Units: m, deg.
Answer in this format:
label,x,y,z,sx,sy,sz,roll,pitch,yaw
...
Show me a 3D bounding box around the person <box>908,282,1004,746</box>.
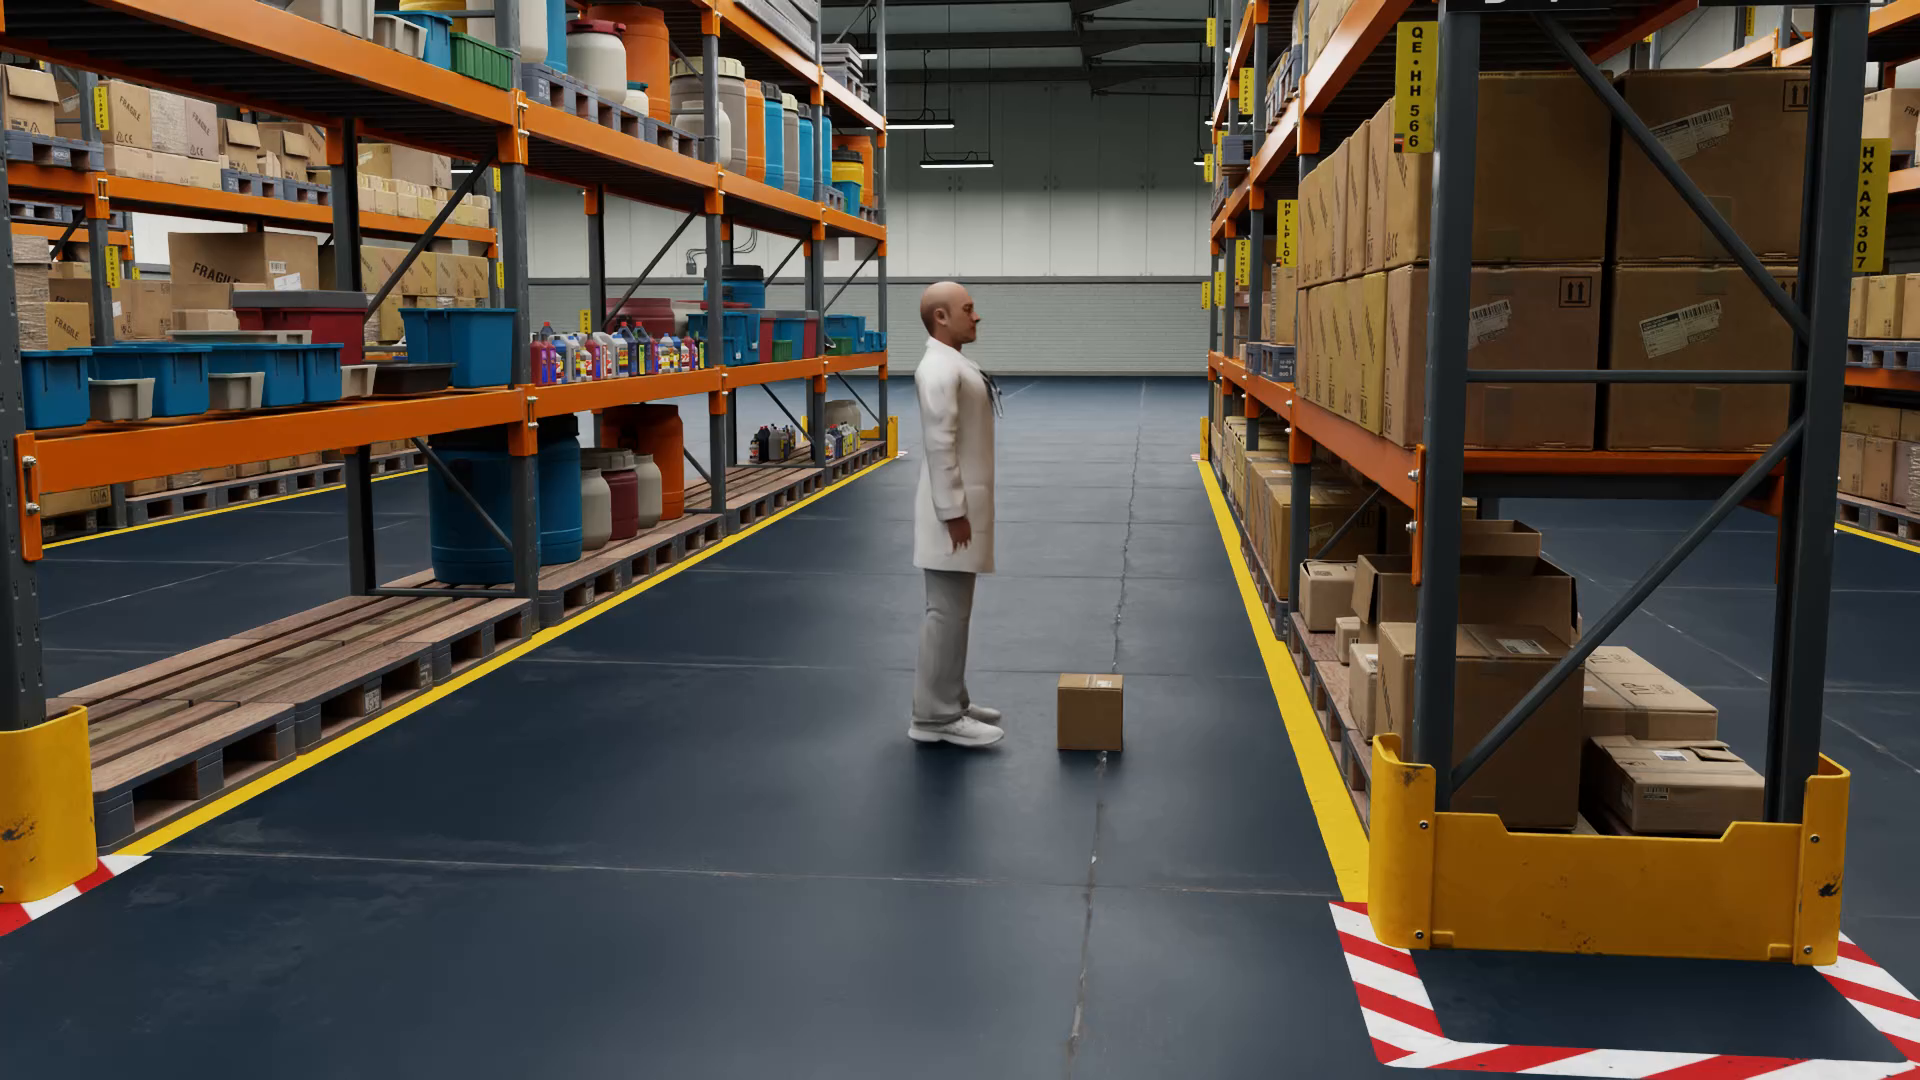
label,x,y,z,sx,sy,sz,roll,pitch,yaw
person,-0.014,-0.067,6.522,0.377,1.709,0.585,0,7,1
